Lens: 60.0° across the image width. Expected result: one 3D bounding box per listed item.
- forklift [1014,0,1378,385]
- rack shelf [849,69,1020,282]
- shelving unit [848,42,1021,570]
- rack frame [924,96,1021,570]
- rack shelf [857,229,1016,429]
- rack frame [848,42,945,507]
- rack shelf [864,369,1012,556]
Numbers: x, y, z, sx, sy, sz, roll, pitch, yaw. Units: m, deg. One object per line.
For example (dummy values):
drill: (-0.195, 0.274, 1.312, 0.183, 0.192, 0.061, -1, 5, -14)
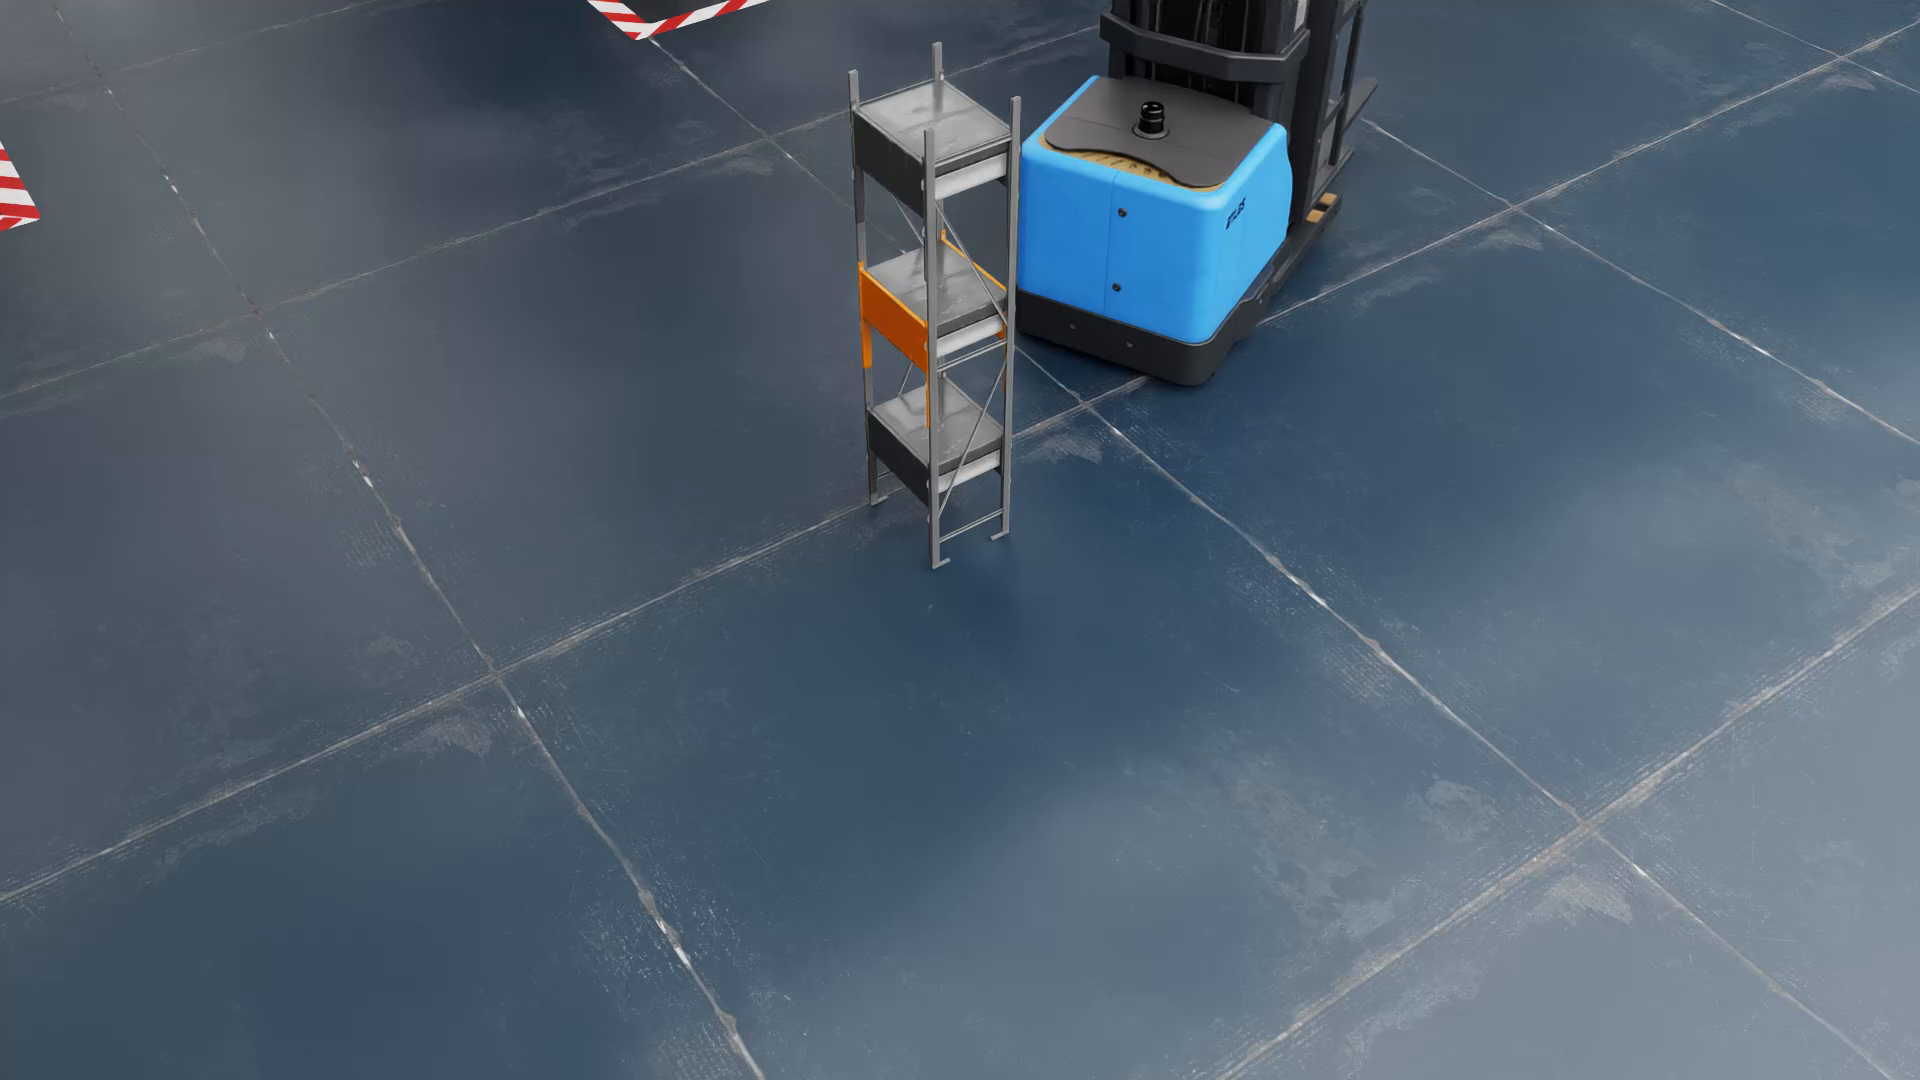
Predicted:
forklift: (1.419, -2.804, 8.056, 1.130, 2.935, 3.031, 21, 48, 21)
rack shelf: (-0.095, -1.350, 6.140, 0.431, 0.518, 0.480, -26, 49, -24)
shelving unit: (-0.095, -0.853, 6.614, 0.431, 2.100, 0.503, -26, 49, -24)
rack frame: (0.045, -0.715, 6.469, 0.400, 2.100, 0.015, -26, 49, -24)
rack shelf: (-0.095, -0.843, 6.624, 0.431, 0.518, 0.480, -26, 49, -24)
rack frame: (-0.234, -0.991, 6.759, 0.400, 2.100, 0.015, -26, 49, -24)
rack shelf: (-0.095, -0.337, 7.107, 0.431, 0.518, 0.480, -26, 49, -24)
